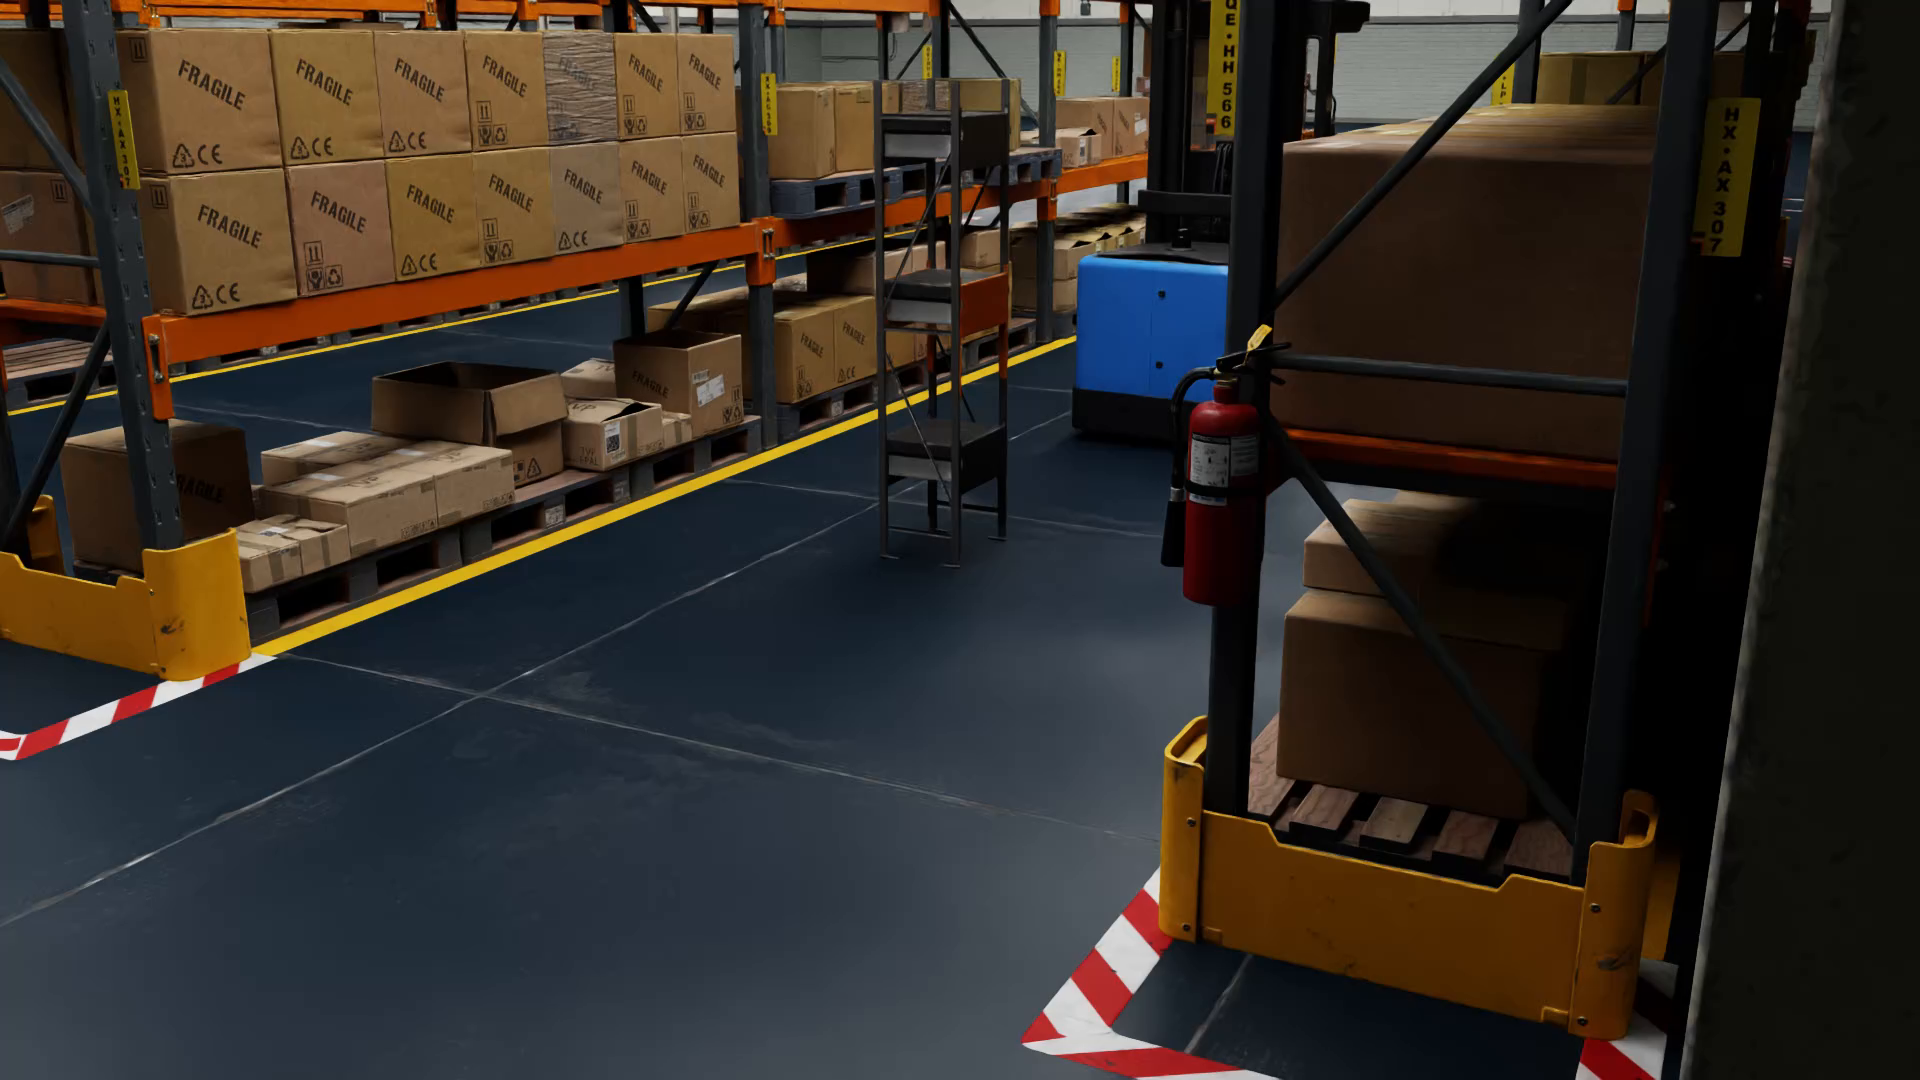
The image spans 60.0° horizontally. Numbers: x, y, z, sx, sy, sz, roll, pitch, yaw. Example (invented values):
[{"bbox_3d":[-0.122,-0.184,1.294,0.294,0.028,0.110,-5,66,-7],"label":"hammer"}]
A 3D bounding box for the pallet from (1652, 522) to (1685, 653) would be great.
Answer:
[{"bbox_3d":[2.490,0.122,7.078,1.003,0.211,1.213,8,18,25],"label":"pallet"}]

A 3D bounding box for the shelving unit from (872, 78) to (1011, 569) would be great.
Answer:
[{"bbox_3d":[-0.074,-0.964,7.417,0.431,2.100,0.503,8,18,25],"label":"shelving unit"}]

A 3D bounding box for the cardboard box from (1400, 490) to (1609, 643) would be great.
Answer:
[{"bbox_3d":[2.016,0.033,6.130,0.700,0.500,0.500,9,19,27],"label":"cardboard box"}]

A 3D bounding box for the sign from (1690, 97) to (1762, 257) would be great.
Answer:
[{"bbox_3d":[1.607,-0.761,3.492,0.100,0.325,0.005,8,18,25],"label":"sign"}]

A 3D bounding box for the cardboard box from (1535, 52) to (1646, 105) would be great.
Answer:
[{"bbox_3d":[2.880,-2.110,7.644,0.500,0.250,0.500,9,19,27],"label":"cardboard box"}]

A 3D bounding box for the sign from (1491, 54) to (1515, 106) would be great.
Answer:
[{"bbox_3d":[2.410,-1.983,7.370,0.100,0.325,0.005,8,18,25],"label":"sign"}]

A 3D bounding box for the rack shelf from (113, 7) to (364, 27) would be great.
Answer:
[{"bbox_3d":[-10.317,-7.587,24.128,1.077,0.370,4.000,8,18,25],"label":"rack shelf"}]

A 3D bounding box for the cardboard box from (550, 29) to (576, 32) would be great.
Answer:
[{"bbox_3d":[-5.500,-6.589,22.321,0.500,0.500,0.500,8,18,25],"label":"cardboard box"}]

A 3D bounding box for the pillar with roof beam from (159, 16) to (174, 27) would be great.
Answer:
[{"bbox_3d":[-12.925,-12.031,32.560,9.100,9.000,0.400,8,18,25],"label":"pillar with roof beam"}]

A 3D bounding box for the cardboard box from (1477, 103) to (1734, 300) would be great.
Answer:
[{"bbox_3d":[2.643,-1.407,6.799,0.980,0.700,0.700,8,19,26],"label":"cardboard box"}]

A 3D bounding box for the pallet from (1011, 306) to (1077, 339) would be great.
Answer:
[{"bbox_3d":[0.657,-1.915,13.935,1.003,0.211,1.213,8,18,25],"label":"pallet"}]

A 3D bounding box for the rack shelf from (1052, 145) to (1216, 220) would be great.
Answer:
[{"bbox_3d":[1.148,-3.212,14.667,1.077,0.370,4.000,8,18,25],"label":"rack shelf"}]

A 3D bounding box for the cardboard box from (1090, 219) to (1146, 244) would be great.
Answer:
[{"bbox_3d":[1.437,-2.691,14.756,0.500,0.311,0.500,8,18,25],"label":"cardboard box"}]

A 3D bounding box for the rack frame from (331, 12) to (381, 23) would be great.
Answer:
[{"bbox_3d":[-9.424,-7.003,26.167,1.000,3.000,0.127,8,18,25],"label":"rack frame"}]

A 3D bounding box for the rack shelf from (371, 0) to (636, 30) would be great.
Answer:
[{"bbox_3d":[-5.925,-6.930,21.916,1.077,0.370,4.000,8,18,25],"label":"rack shelf"}]

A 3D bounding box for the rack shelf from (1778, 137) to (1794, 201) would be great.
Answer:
[{"bbox_3d":[7.369,-3.601,15.978,1.077,0.370,4.000,8,18,25],"label":"rack shelf"}]

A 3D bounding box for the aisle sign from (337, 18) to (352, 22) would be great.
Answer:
[{"bbox_3d":[-9.660,-8.305,25.987,0.394,0.787,0.004,8,18,25],"label":"aisle sign"}]

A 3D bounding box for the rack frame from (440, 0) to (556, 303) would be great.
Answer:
[{"bbox_3d":[-4.175,-3.678,14.974,1.000,3.000,0.127,8,18,25],"label":"rack frame"}]

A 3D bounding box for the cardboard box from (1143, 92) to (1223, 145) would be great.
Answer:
[{"bbox_3d":[2.234,-4.228,16.648,0.700,0.500,0.500,8,18,24],"label":"cardboard box"}]

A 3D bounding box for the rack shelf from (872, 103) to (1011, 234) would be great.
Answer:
[{"bbox_3d":[-0.074,-1.622,7.222,0.431,0.518,0.480,8,18,25],"label":"rack shelf"}]

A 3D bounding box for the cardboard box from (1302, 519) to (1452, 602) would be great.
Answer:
[{"bbox_3d":[1.231,0.059,4.905,0.380,0.149,0.250,8,18,25],"label":"cardboard box"}]

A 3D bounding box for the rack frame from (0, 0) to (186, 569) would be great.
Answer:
[{"bbox_3d":[-3.320,-1.009,5.988,1.000,3.000,0.127,8,18,25],"label":"rack frame"}]

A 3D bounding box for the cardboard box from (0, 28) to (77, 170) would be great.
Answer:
[{"bbox_3d":[-3.368,-1.685,6.331,0.500,0.500,0.500,8,18,25],"label":"cardboard box"}]

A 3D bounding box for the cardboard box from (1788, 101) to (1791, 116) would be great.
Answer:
[{"bbox_3d":[8.242,-4.606,17.007,0.500,0.500,0.500,8,18,25],"label":"cardboard box"}]

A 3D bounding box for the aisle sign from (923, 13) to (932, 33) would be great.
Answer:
[{"bbox_3d":[-0.303,-6.943,21.399,0.394,0.787,0.004,8,18,25],"label":"aisle sign"}]

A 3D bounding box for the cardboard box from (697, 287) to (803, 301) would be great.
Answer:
[{"bbox_3d":[-1.341,-1.328,10.678,0.500,0.500,0.500,8,18,26],"label":"cardboard box"}]

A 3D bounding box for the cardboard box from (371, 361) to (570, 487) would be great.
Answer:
[{"bbox_3d":[-2.368,-0.563,8.098,0.797,0.503,0.637,8,18,25],"label":"cardboard box"}]

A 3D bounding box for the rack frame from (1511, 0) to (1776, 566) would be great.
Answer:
[{"bbox_3d":[2.900,-1.399,7.300,1.000,3.000,0.127,8,18,25],"label":"rack frame"}]

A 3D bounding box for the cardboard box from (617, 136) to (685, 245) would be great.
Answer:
[{"bbox_3d":[-1.756,-1.785,8.423,0.500,0.500,0.500,9,19,27],"label":"cardboard box"}]

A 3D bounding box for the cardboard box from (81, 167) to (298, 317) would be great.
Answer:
[{"bbox_3d":[-2.886,-1.137,6.242,0.500,0.500,0.500,9,19,27],"label":"cardboard box"}]

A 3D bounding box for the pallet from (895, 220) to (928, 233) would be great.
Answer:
[{"bbox_3d":[-0.960,-4.148,21.452,1.003,0.211,1.213,8,18,25],"label":"pallet"}]

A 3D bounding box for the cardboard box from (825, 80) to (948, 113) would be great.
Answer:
[{"bbox_3d":[-0.506,-2.913,11.484,0.700,0.500,0.500,12,21,36],"label":"cardboard box"}]

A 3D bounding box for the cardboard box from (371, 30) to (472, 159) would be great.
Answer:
[{"bbox_3d":[-2.431,-1.877,6.978,0.500,0.500,0.500,8,18,26],"label":"cardboard box"}]

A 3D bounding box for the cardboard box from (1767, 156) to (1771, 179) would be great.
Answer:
[{"bbox_3d":[4.476,-2.337,9.726,0.500,0.500,0.500,8,18,25],"label":"cardboard box"}]

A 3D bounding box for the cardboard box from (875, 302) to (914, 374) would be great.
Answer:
[{"bbox_3d":[-0.641,-1.397,10.910,0.500,0.500,0.500,8,18,26],"label":"cardboard box"}]

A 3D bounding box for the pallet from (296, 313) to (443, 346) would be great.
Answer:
[{"bbox_3d":[-5.037,-1.826,13.635,1.003,0.211,1.213,8,18,25],"label":"pallet"}]

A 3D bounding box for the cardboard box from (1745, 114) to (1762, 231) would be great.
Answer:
[{"bbox_3d":[3.331,-1.684,7.527,0.500,0.500,0.500,7,18,23],"label":"cardboard box"}]

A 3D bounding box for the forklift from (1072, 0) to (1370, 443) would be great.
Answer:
[{"bbox_3d":[1.847,-2.298,10.448,1.130,2.935,3.031,10,19,29],"label":"forklift"}]

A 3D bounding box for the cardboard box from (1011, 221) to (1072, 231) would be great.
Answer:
[{"bbox_3d":[0.722,-2.625,14.536,0.500,0.311,0.500,8,18,25],"label":"cardboard box"}]

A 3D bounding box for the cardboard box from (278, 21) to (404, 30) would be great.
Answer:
[{"bbox_3d":[-7.299,-5.632,19.759,1.000,1.000,1.000,8,18,26],"label":"cardboard box"}]

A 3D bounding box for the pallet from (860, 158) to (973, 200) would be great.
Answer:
[{"bbox_3d":[-0.611,-2.459,11.207,1.003,0.211,1.213,8,18,25],"label":"pallet"}]

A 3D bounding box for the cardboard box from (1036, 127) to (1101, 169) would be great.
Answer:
[{"bbox_3d":[0.827,-3.208,13.546,0.500,0.311,0.500,8,18,25],"label":"cardboard box"}]

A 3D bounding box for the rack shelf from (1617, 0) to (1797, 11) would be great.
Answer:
[{"bbox_3d":[3.794,-3.001,8.690,1.077,0.370,4.000,8,18,25],"label":"rack shelf"}]

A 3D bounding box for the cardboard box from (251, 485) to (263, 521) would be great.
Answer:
[{"bbox_3d":[-3.036,-0.124,7.210,0.380,0.166,0.250,8,18,25],"label":"cardboard box"}]

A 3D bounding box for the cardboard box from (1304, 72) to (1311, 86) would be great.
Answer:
[{"bbox_3d":[3.829,-5.322,19.194,0.380,0.149,0.250,8,18,24],"label":"cardboard box"}]

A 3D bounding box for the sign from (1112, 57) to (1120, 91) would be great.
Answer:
[{"bbox_3d":[1.544,-4.589,16.381,0.100,0.325,0.005,8,18,25],"label":"sign"}]

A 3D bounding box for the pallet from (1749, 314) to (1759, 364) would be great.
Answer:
[{"bbox_3d":[5.584,-1.590,12.839,1.003,0.211,1.213,8,18,25],"label":"pallet"}]

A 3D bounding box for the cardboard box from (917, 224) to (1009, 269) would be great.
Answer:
[{"bbox_3d":[0.025,-2.136,12.083,0.500,0.250,0.500,9,19,27],"label":"cardboard box"}]

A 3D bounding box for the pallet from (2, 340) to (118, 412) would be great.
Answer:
[{"bbox_3d":[-6.257,-1.130,11.293,1.003,0.211,1.213,8,18,25],"label":"pallet"}]
